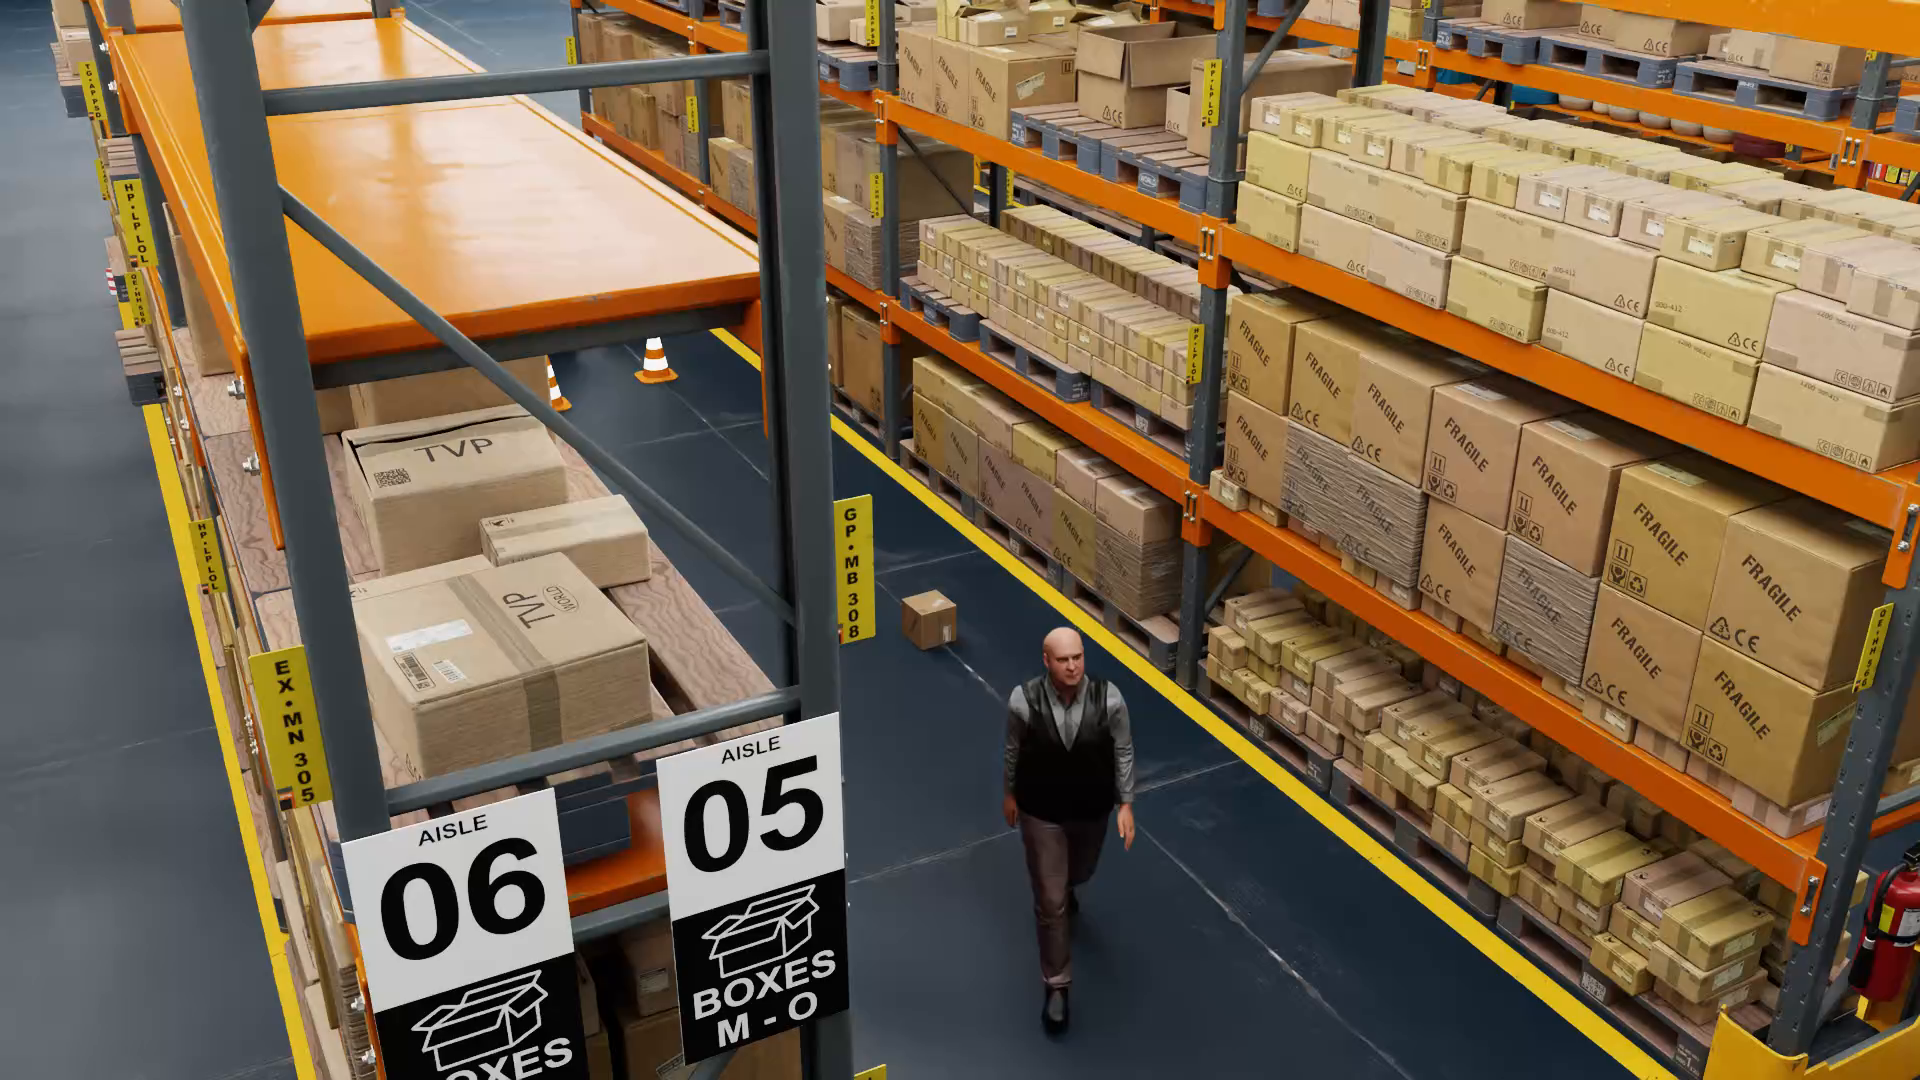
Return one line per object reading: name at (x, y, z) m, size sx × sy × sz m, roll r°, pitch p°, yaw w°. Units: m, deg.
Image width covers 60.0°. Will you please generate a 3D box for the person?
person at (0.475, 1.156, 7.233) m, size 0.553 × 1.681 × 0.988 m, roll -3°, pitch 25°, yaw -6°
